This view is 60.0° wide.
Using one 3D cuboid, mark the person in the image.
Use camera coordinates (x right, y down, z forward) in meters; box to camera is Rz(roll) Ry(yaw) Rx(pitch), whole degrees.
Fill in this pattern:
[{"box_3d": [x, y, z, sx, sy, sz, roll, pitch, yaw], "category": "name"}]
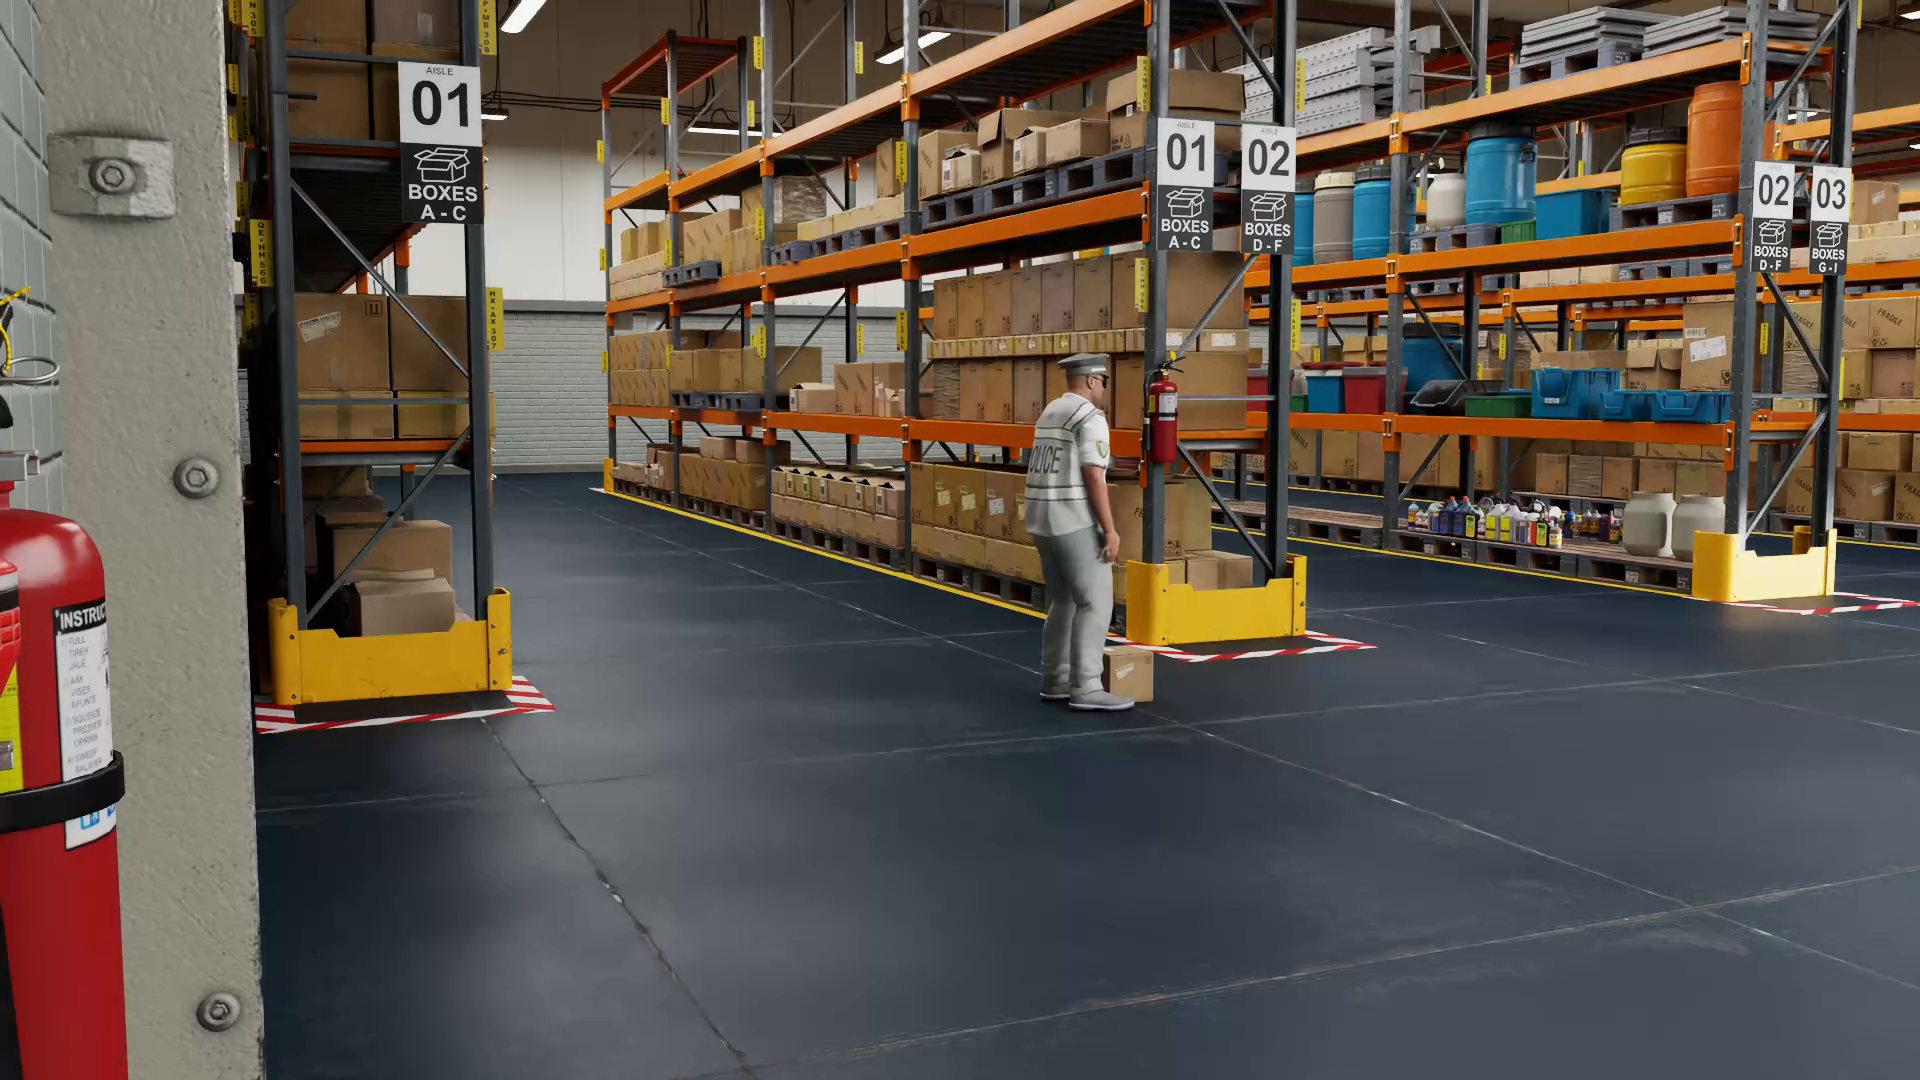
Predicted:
[{"box_3d": [0.560, -0.054, 8.279, 0.428, 1.751, 0.605, -3, 6, -26], "category": "person"}]
